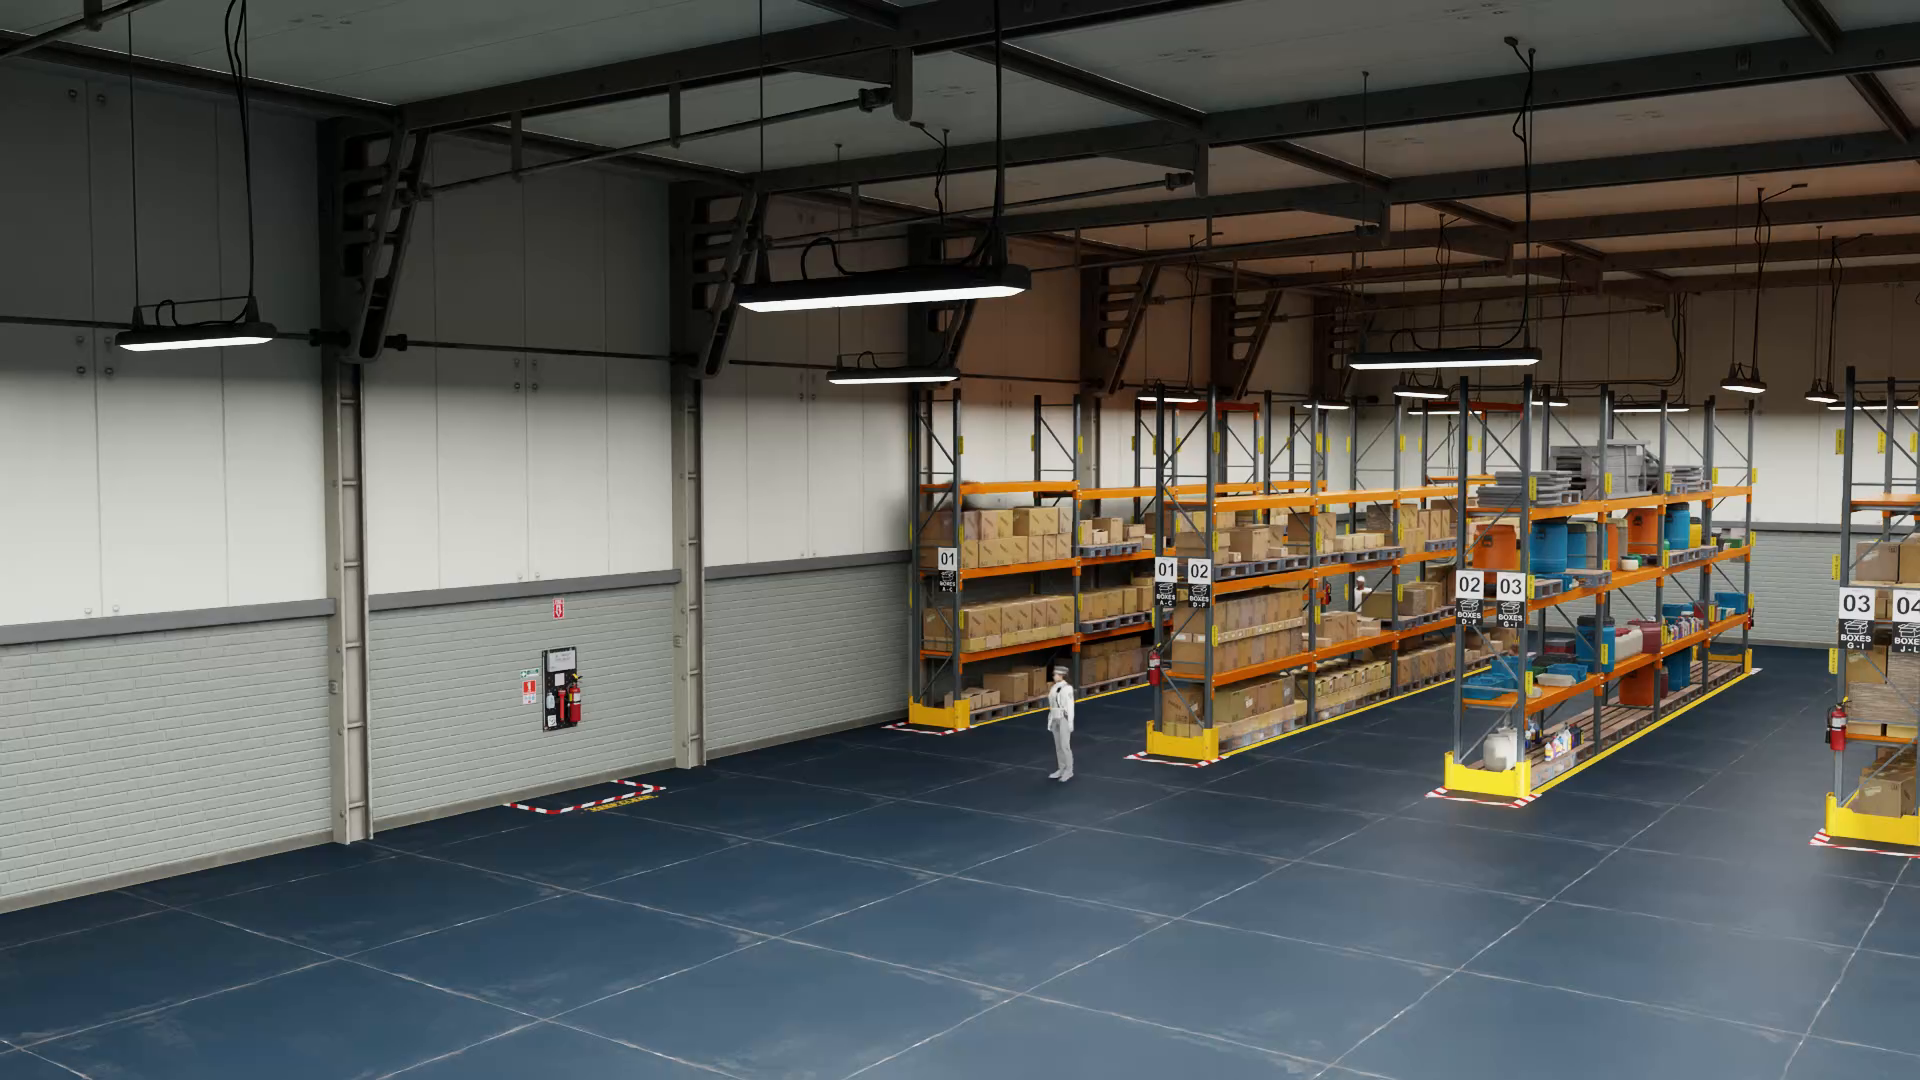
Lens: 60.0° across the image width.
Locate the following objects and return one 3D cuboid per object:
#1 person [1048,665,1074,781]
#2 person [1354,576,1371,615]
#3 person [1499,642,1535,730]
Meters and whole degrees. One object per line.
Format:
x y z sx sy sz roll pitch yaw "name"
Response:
1.512 2.748 25.028 0.349 1.721 0.547 -2 4 -29 "person"
9.999 1.767 41.509 0.609 1.727 0.841 2 4 33 "person"
9.696 2.559 28.942 0.637 1.567 0.480 -2 4 -30 "person"
